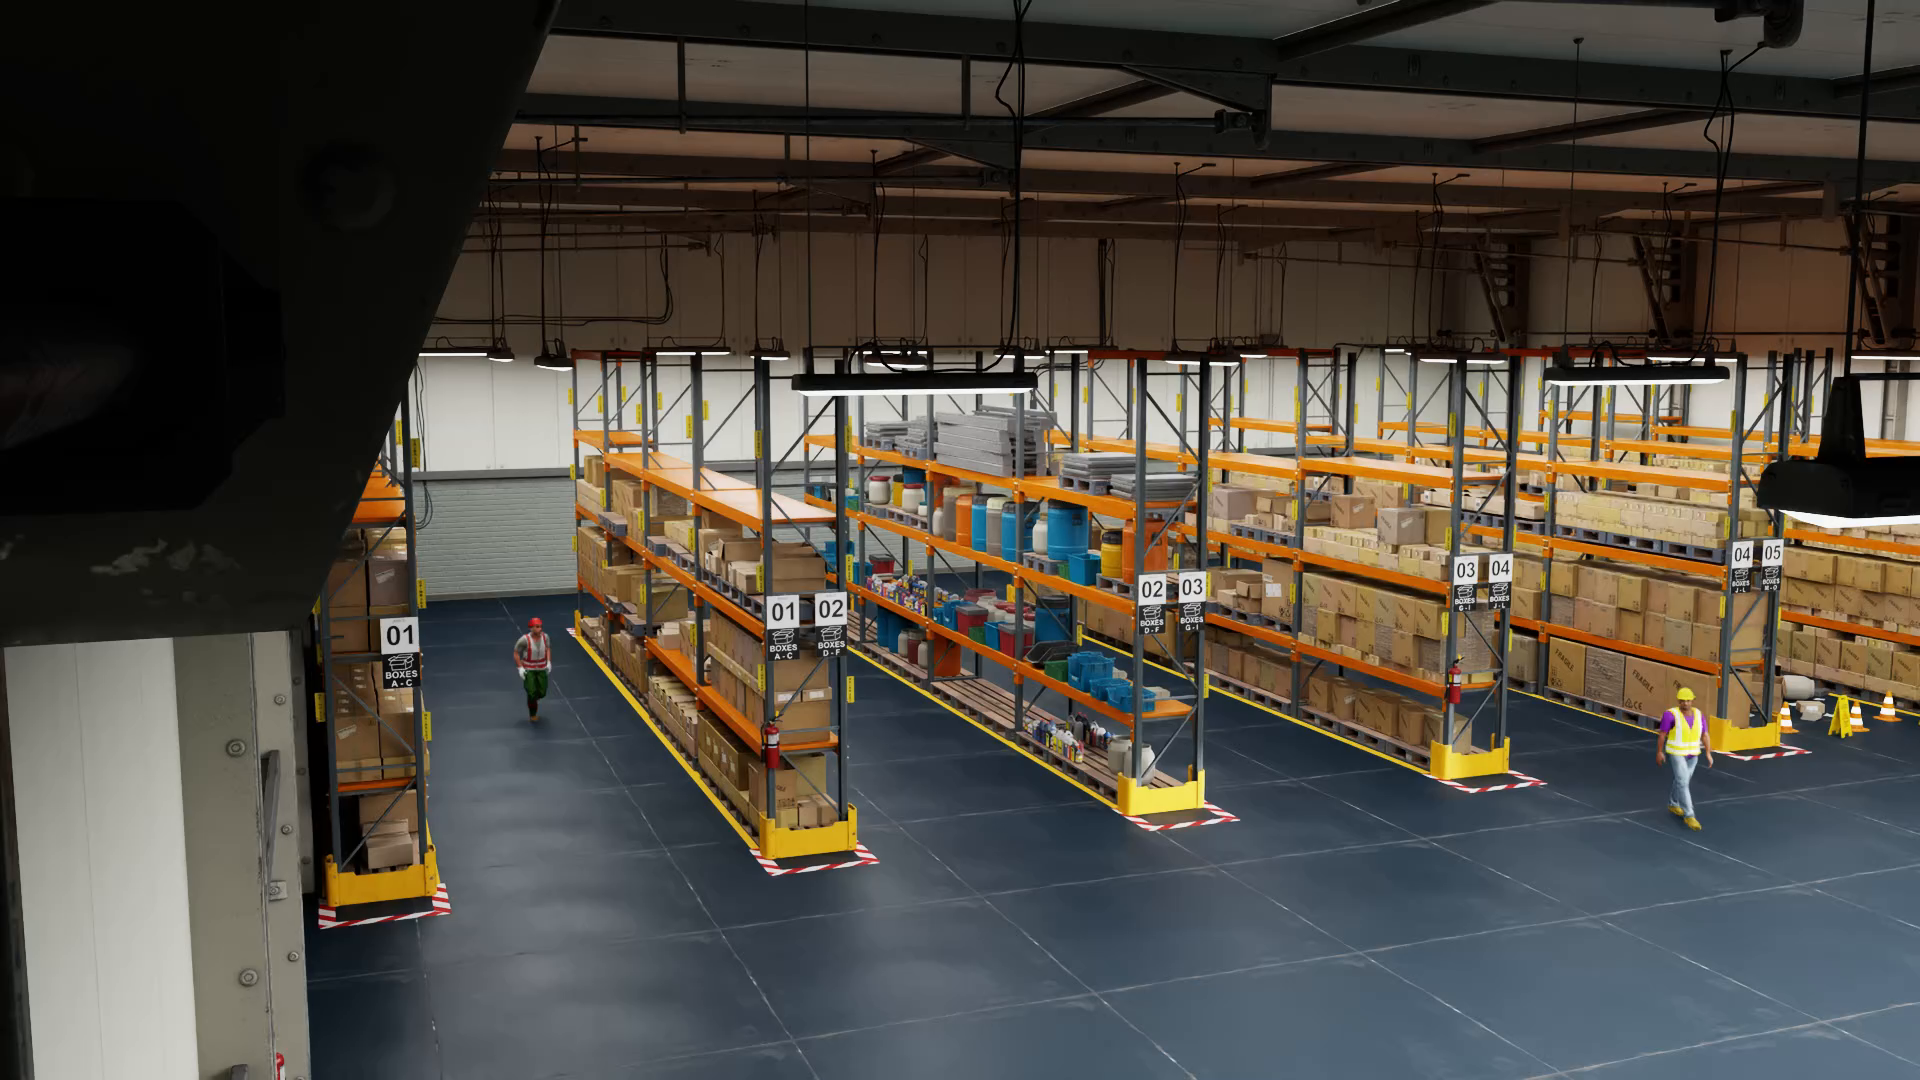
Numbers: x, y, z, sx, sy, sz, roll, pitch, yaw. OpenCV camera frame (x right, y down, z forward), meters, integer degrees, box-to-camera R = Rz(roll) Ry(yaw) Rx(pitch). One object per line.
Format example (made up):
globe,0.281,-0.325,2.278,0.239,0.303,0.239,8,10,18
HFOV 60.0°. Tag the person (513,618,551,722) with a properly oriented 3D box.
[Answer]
person,-7.025,2.099,27.281,0.626,1.727,0.696,-4,8,-29

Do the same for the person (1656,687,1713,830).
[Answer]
person,9.407,2.784,21.509,0.607,1.746,0.849,-1,7,-8

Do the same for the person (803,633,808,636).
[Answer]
person,-2.971,1.899,29.024,0.698,1.690,0.674,-1,7,-11

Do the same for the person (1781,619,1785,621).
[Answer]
person,16.891,1.355,33.612,0.448,1.731,0.596,-4,8,-27
